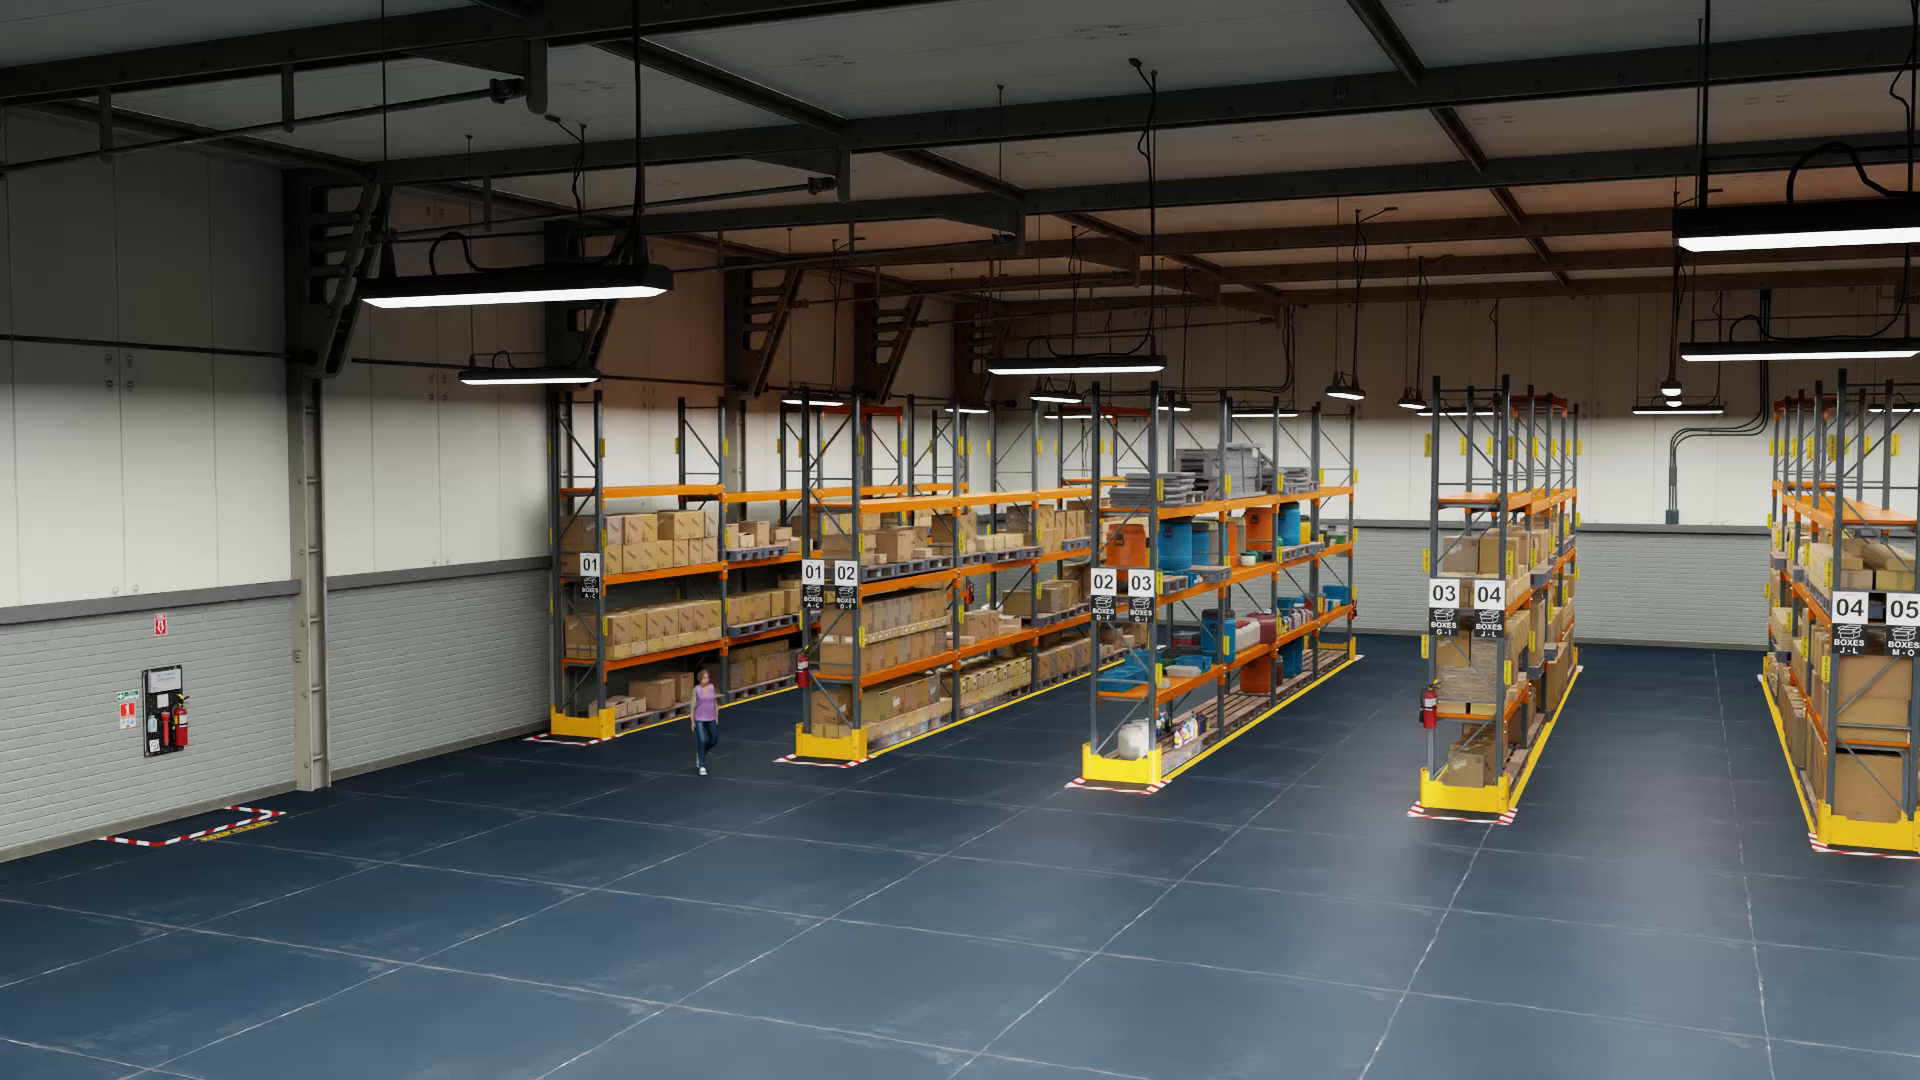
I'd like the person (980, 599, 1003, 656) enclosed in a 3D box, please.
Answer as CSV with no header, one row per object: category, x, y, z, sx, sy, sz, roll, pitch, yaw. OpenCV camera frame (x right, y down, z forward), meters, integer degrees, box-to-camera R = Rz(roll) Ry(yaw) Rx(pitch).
person,0.648,2.064,37.166,0.603,1.713,1.121,2,4,27

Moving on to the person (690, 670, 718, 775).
person,-3.948,2.783,25.612,0.475,1.589,0.620,-2,4,-30
